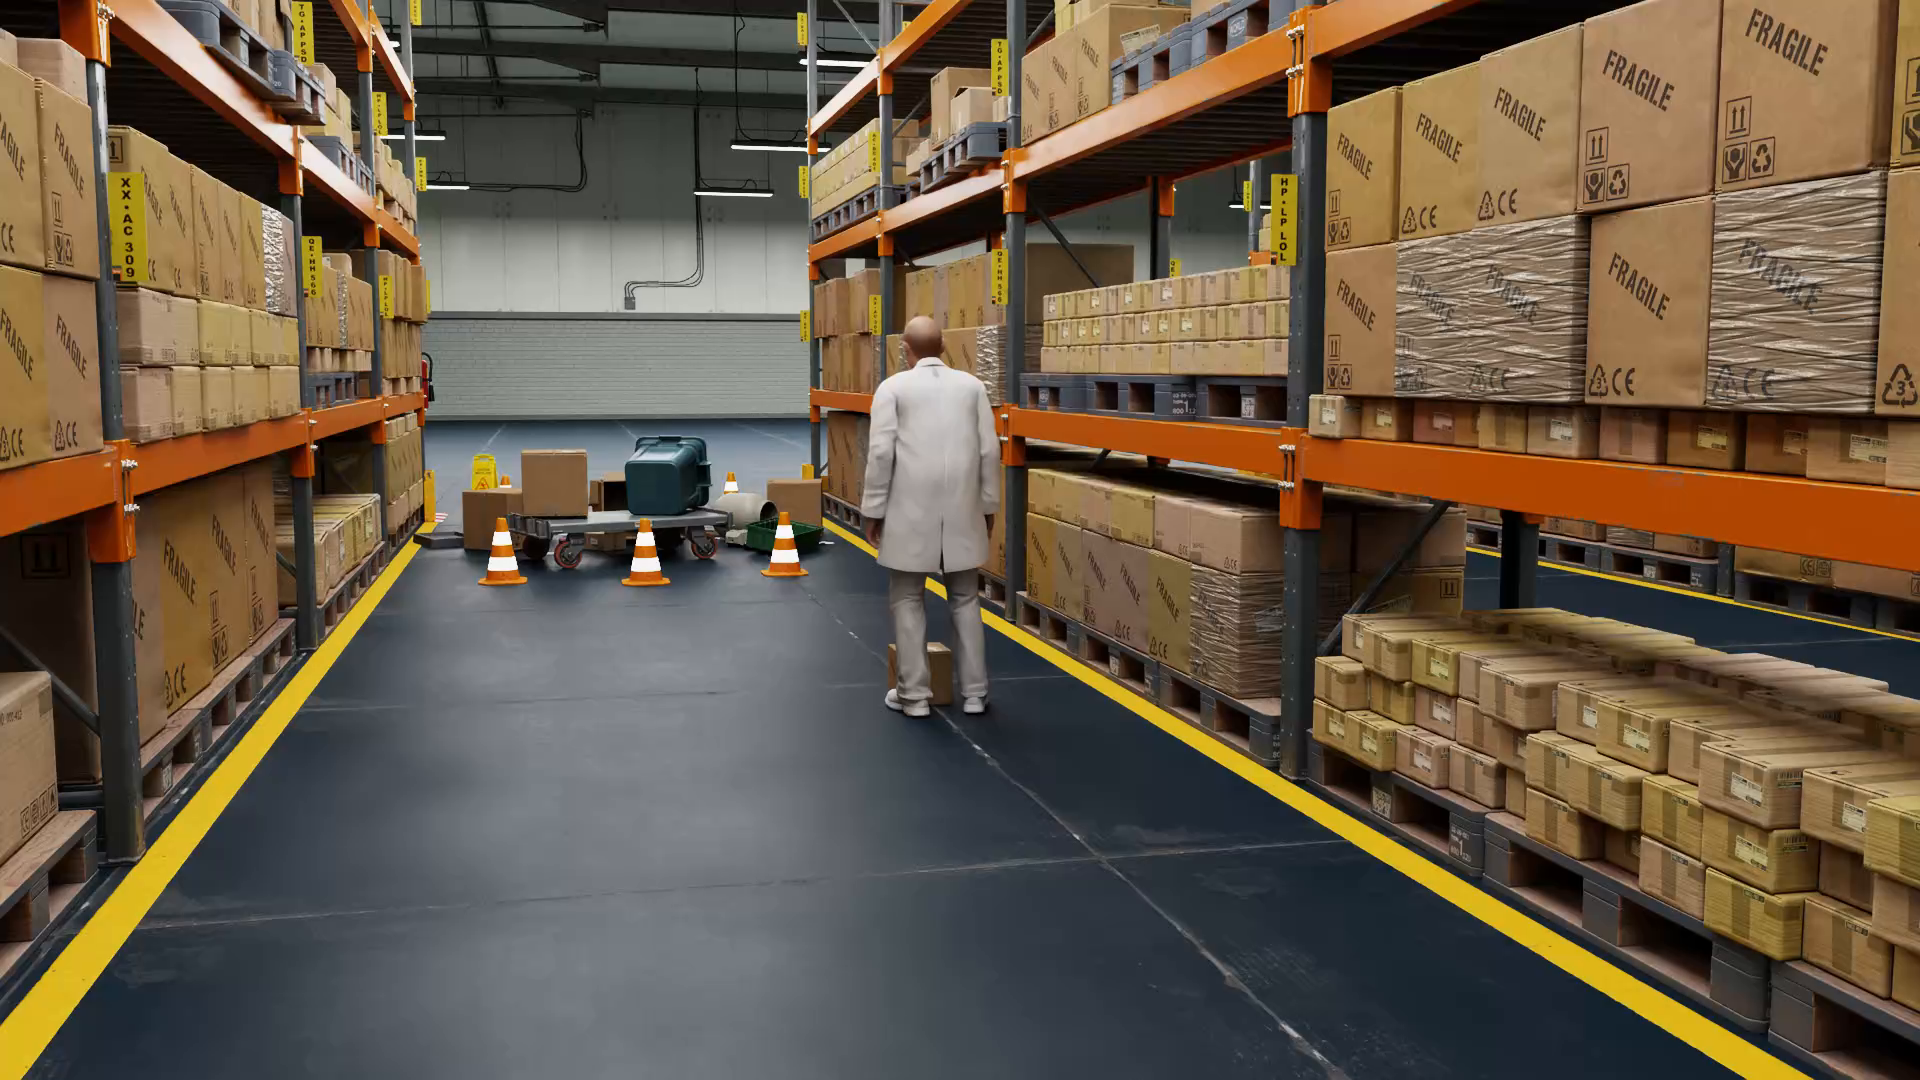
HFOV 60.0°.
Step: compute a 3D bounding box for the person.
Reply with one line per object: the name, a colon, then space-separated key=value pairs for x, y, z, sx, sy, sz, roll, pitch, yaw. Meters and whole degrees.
person: x=-0.129 y=-0.109 z=7.433 sx=0.648 sy=1.772 sz=0.429 roll=-2 pitch=6 yaw=-17
